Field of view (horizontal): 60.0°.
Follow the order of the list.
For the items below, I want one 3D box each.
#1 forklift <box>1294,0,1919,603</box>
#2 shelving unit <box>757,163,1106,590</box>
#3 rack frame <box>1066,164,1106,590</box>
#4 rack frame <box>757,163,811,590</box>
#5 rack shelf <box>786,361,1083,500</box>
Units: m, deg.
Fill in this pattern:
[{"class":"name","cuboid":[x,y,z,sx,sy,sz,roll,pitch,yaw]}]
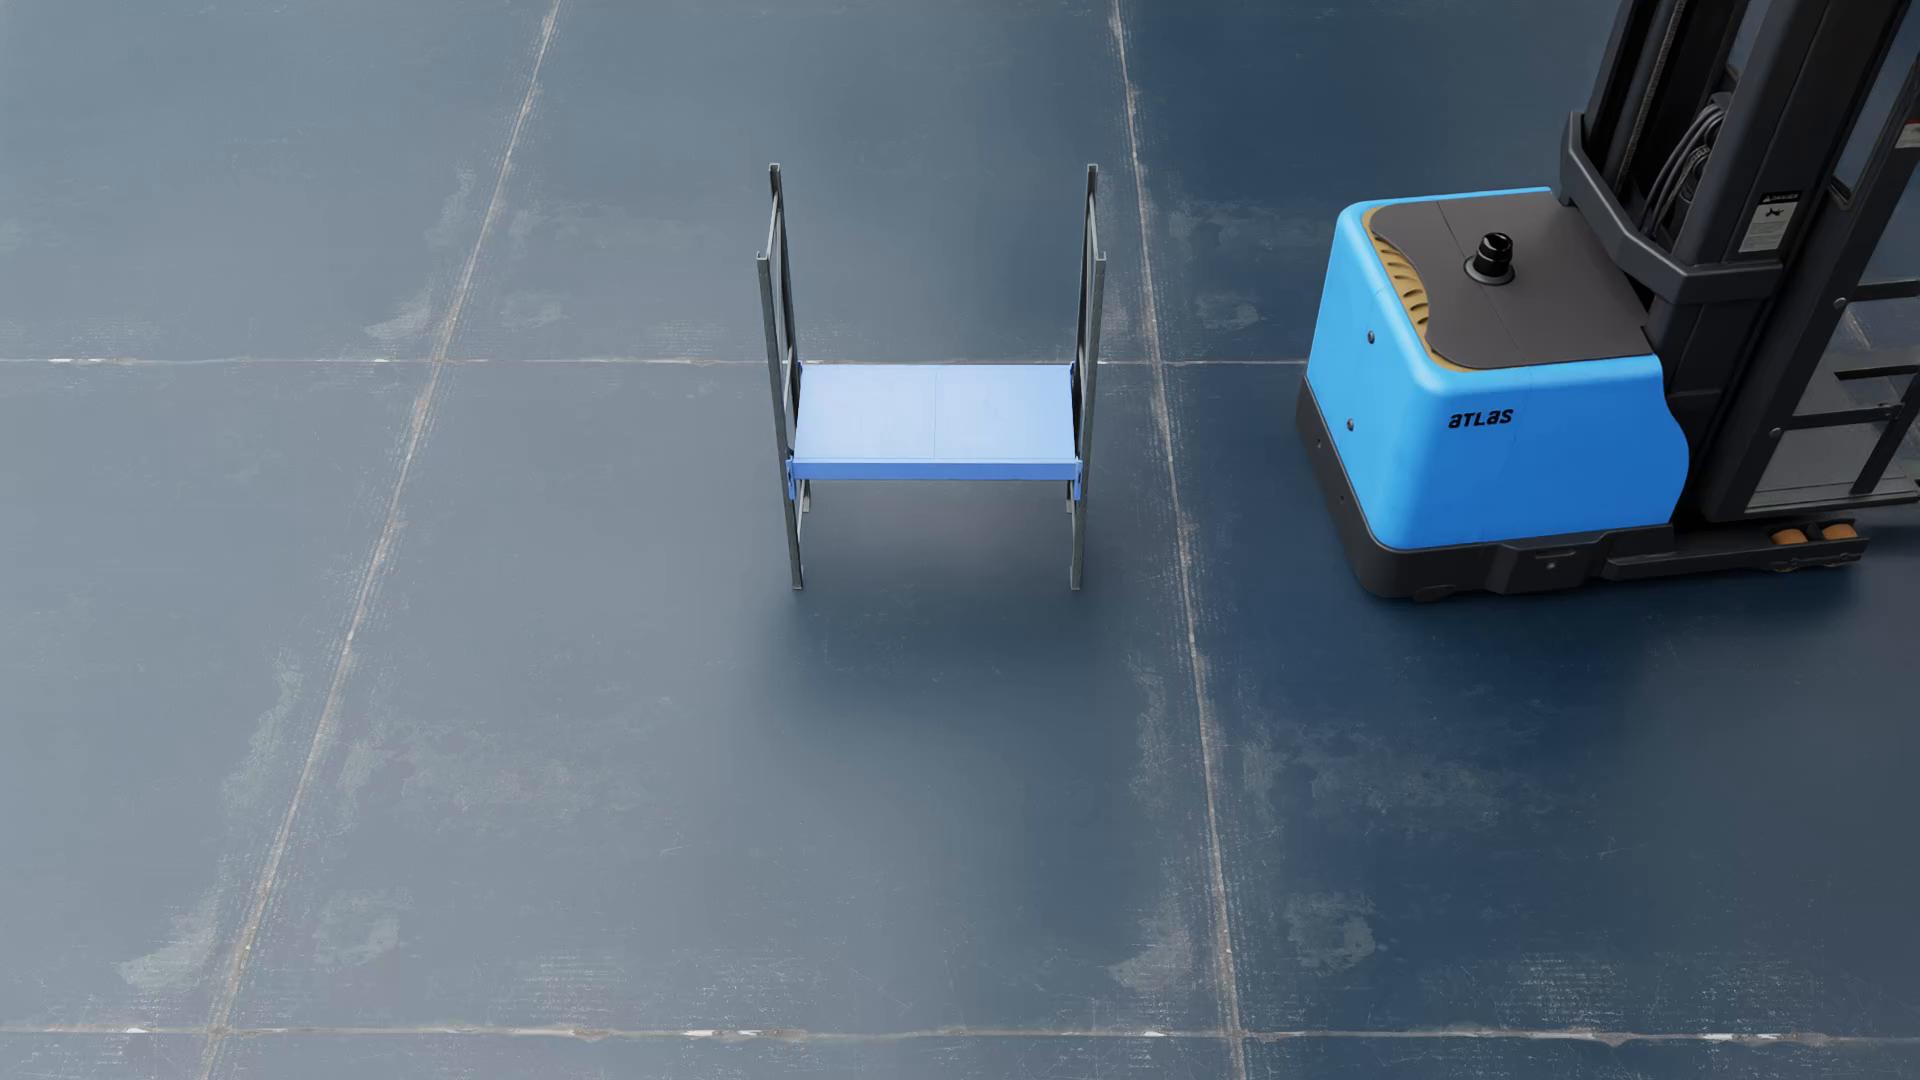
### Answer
[{"class":"forklift","cuboid":[2.883,-1.261,5.421,3.031,2.935,1.130,-6,47,-5]},{"class":"shelving unit","cuboid":[-0.085,-0.511,5.701,1.048,1.500,0.538,0,47,0]},{"class":"rack frame","cuboid":[0.423,-0.510,5.700,0.032,1.500,0.500,0,47,0]},{"class":"rack frame","cuboid":[-0.594,-0.513,5.703,0.032,1.500,0.500,0,47,0]},{"class":"rack shelf","cuboid":[-0.085,-0.389,5.833,1.000,0.185,0.538,0,47,0]}]
